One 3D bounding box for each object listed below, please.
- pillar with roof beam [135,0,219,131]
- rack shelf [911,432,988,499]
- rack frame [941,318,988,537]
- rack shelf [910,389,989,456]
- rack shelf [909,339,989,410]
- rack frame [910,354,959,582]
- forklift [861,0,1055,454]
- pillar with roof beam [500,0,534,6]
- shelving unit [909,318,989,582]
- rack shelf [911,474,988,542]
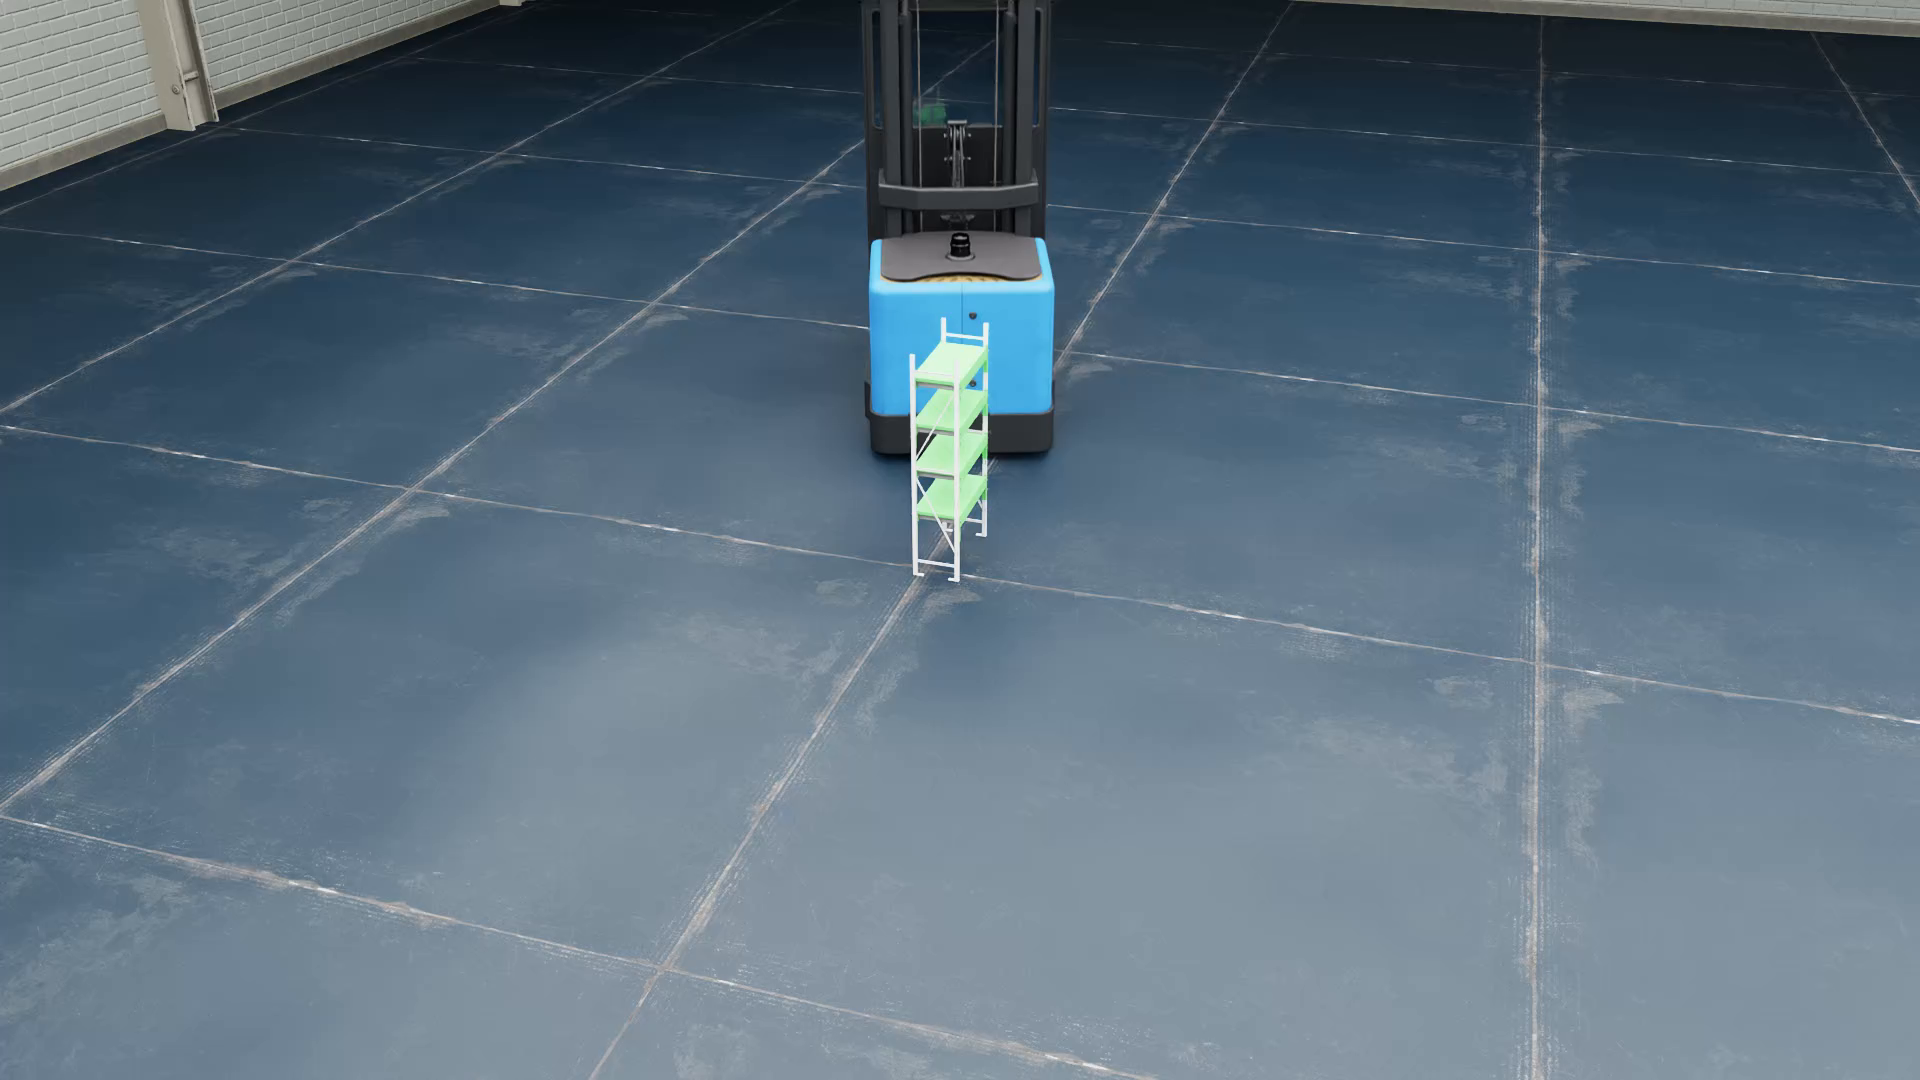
[{"bbox_3d":[-3.218,-7.289,12.597,9.100,9.000,0.400,8,30,15],"label":"pillar with roof beam"},{"bbox_3d":[-0.049,-0.392,8.351,0.258,0.148,0.480,8,30,15],"label":"rack shelf"},{"bbox_3d":[0.023,-0.561,8.524,0.240,1.200,0.015,8,30,15],"label":"rack frame"},{"bbox_3d":[-0.049,-0.601,8.234,0.258,0.148,0.480,8,30,15],"label":"rack shelf"},{"bbox_3d":[-0.049,-0.811,8.118,0.258,0.148,0.480,8,30,15],"label":"rack shelf"},{"bbox_3d":[-0.120,-0.334,8.116,0.240,1.200,0.015,8,30,15],"label":"rack frame"},{"bbox_3d":[-0.029,-2.450,10.140,1.130,2.935,3.031,-1,29,-1],"label":"forklift"},{"bbox_3d":[-1.457,-10.078,17.609,9.100,9.000,0.400,8,30,15],"label":"pillar with roof beam"},{"bbox_3d":[-0.049,-0.447,8.320,0.258,1.200,0.503,8,30,15],"label":"shelving unit"},{"bbox_3d":[-0.049,-0.182,8.468,0.258,0.148,0.480,8,30,15],"label":"rack shelf"}]
